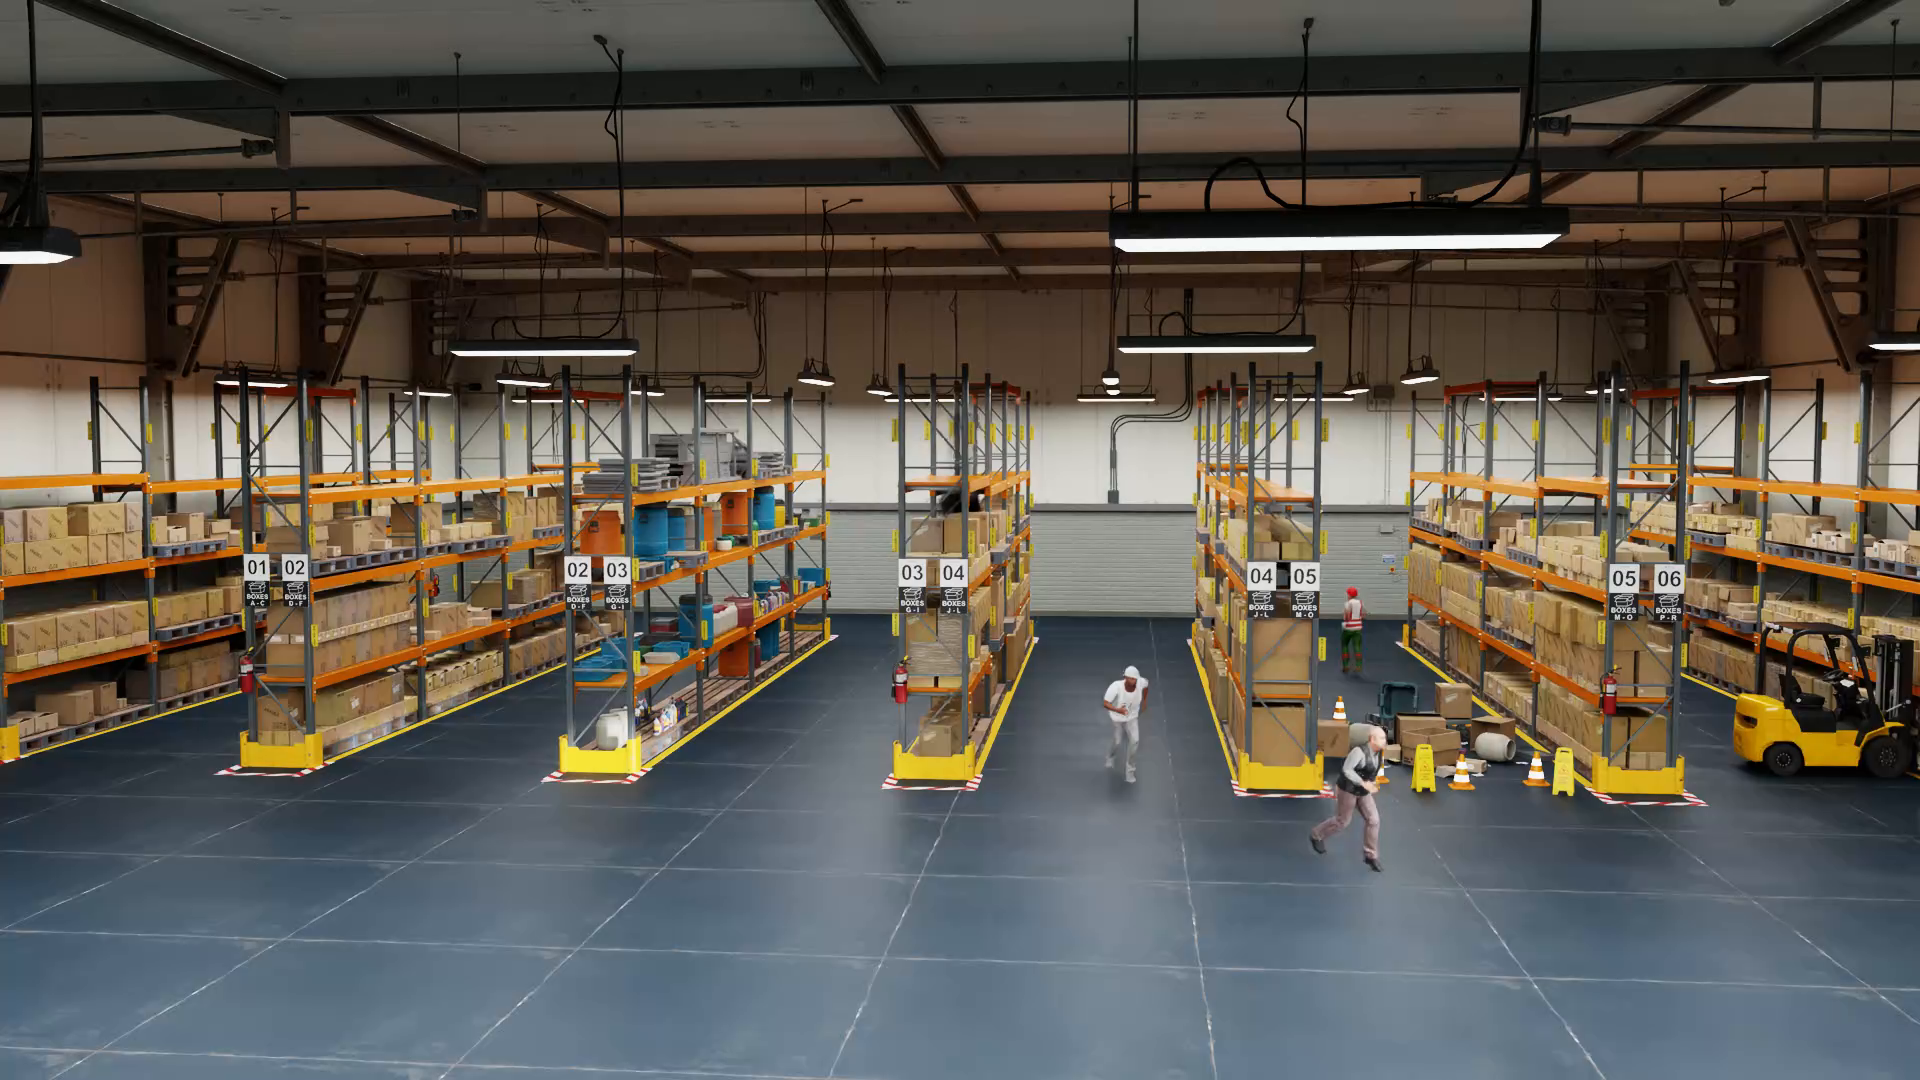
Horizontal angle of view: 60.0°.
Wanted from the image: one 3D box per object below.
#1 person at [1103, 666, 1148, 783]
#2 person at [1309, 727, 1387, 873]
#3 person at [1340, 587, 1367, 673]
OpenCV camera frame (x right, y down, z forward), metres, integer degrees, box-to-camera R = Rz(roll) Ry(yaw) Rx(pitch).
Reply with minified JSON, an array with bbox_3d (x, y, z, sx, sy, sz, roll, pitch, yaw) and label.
[{"bbox_3d":[2.377,2.643,24.182,0.747,1.717,1.045,-1,4,-16],"label":"person"},{"bbox_3d":[4.511,2.961,19.300,1.009,1.682,0.697,3,5,43],"label":"person"},{"bbox_3d":[8.181,1.904,34.537,0.616,1.849,0.792,-1,4,-12],"label":"person"}]
